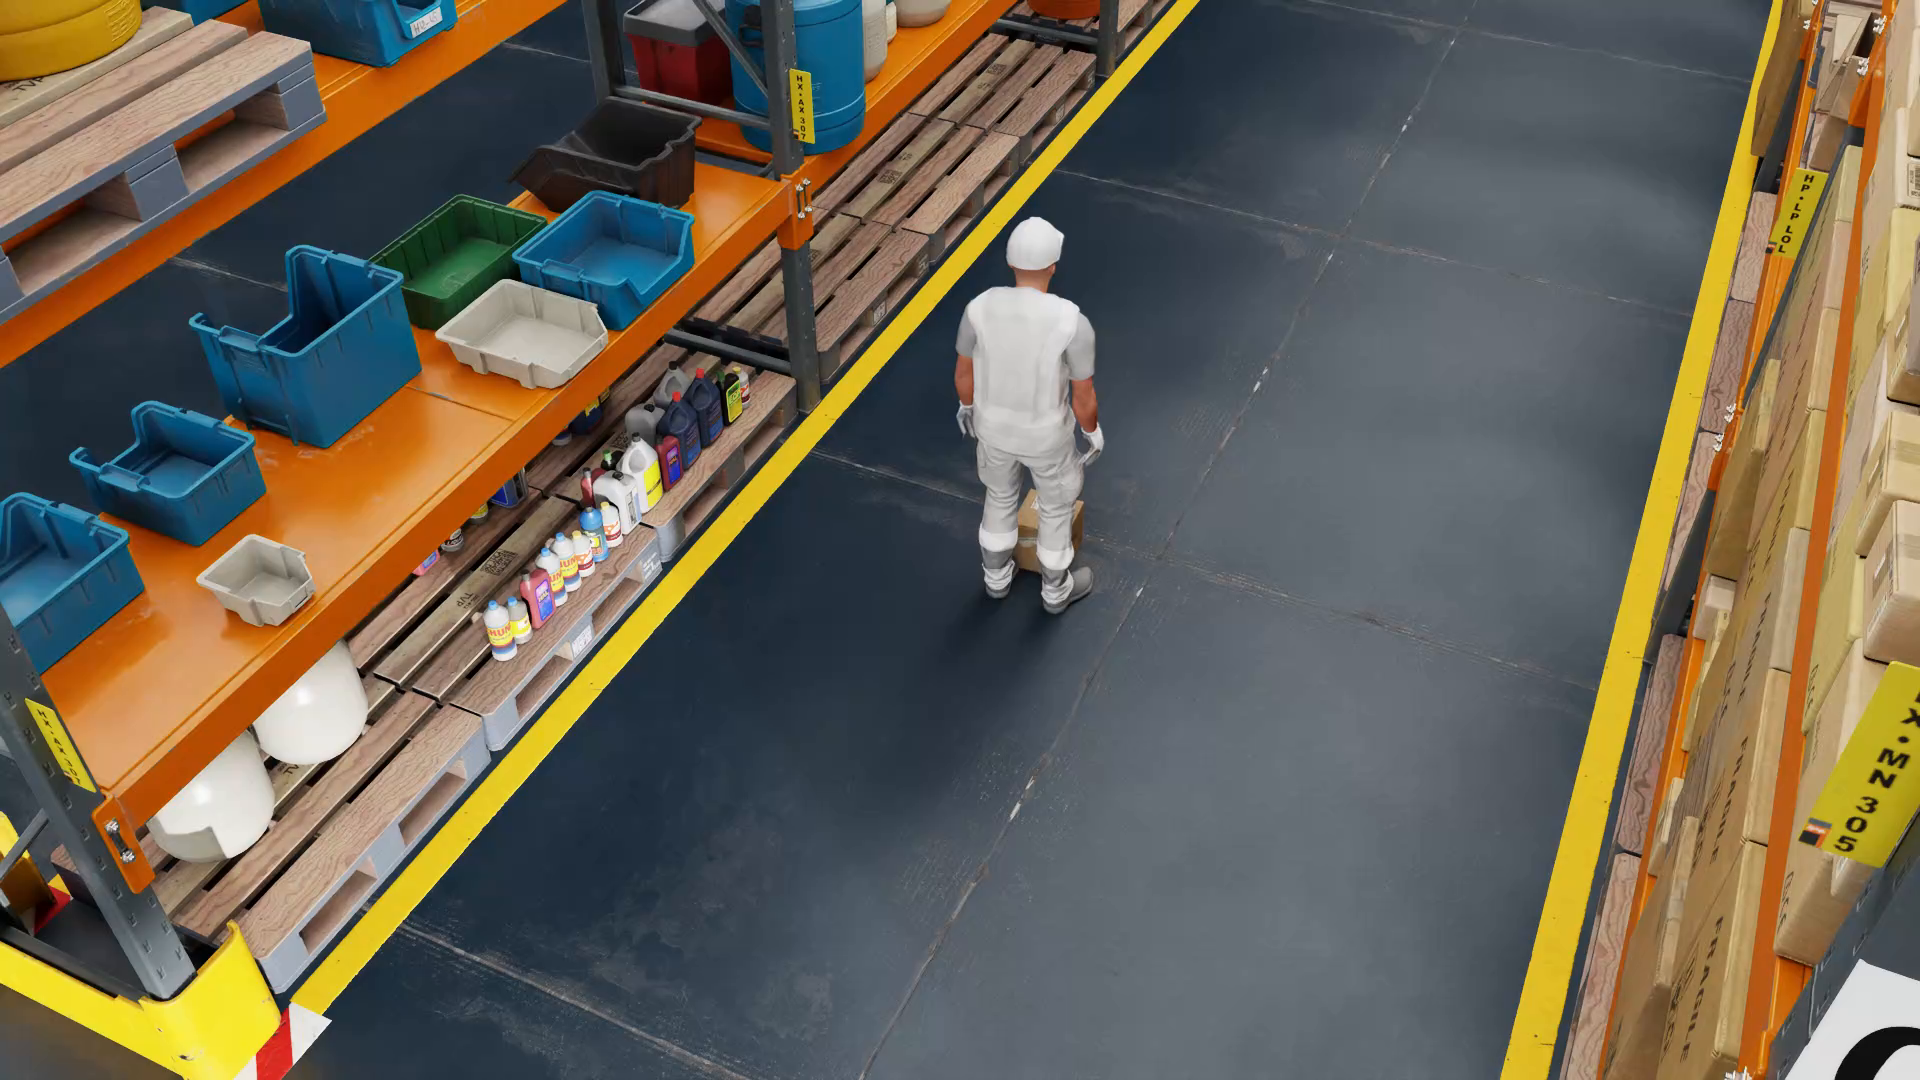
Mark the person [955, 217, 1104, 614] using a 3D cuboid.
[{"bbox_3d":[0.273,-0.467,6.673,0.622,1.781,0.445,15,44,17],"label":"person"}]
